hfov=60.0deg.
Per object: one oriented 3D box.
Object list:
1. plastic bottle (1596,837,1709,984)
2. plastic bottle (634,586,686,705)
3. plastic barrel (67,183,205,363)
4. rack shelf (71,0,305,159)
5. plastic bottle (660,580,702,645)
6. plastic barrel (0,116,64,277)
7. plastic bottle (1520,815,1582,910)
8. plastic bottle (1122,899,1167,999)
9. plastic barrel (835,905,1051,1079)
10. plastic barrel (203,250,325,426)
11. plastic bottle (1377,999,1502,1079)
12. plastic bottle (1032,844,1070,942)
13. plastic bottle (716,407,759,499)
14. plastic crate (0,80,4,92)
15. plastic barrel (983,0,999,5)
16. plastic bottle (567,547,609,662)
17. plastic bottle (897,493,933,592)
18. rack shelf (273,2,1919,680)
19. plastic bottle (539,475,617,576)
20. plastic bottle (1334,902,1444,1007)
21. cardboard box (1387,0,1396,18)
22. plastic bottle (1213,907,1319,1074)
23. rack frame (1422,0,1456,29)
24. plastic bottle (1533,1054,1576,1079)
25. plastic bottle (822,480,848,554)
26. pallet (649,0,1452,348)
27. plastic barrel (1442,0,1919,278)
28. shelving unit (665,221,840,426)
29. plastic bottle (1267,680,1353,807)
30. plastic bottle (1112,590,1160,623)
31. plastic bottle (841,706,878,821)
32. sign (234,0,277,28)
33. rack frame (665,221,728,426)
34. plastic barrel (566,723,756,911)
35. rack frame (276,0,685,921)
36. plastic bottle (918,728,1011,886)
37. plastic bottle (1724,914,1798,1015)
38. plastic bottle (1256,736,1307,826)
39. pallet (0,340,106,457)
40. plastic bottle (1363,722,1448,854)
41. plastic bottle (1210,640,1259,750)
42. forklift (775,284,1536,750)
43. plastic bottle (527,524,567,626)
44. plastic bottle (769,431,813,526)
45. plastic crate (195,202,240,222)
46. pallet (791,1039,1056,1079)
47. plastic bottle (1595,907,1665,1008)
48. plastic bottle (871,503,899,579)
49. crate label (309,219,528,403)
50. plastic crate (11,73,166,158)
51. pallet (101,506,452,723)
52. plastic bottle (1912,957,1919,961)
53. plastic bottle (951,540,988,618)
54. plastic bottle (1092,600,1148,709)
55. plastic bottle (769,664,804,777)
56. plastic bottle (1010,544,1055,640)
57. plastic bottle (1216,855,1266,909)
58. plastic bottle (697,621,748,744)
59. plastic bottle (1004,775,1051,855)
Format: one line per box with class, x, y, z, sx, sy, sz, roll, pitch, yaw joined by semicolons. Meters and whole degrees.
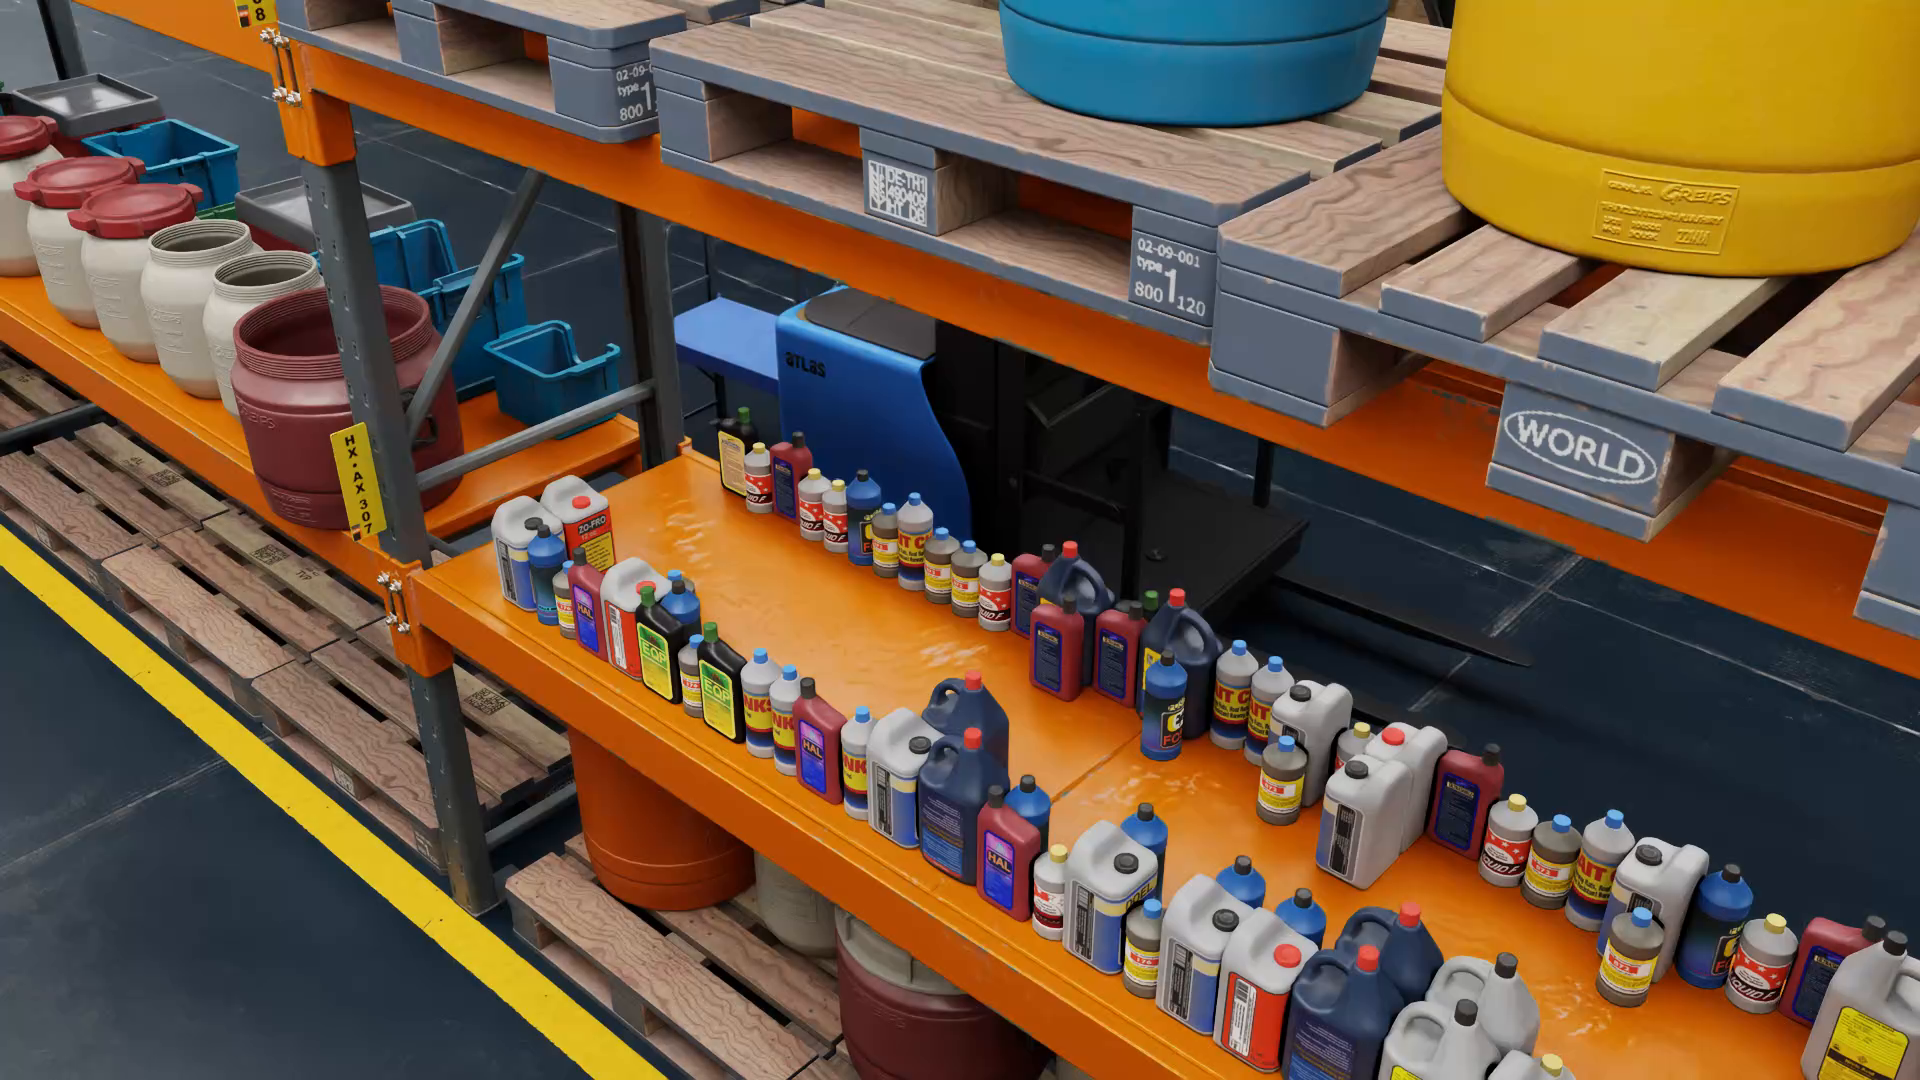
plastic bottle;1.368;0.710;3.283;0.135;0.276;0.152;25;39;35
plastic bottle;-0.723;0.252;4.036;0.133;0.283;0.061;25;39;35
plastic barrel;-2.778;-0.919;5.737;0.433;0.535;0.433;0;31;0
rack shelf;-2.722;-1.964;5.394;4.000;0.370;1.077;25;39;35
plastic bottle;-0.684;0.221;4.100;0.097;0.271;0.097;0;31;0
plastic barrel;-3.643;-1.323;6.407;0.433;0.535;0.433;0;31;0
plastic bottle;1.228;0.657;3.442;0.097;0.201;0.097;0;31;0
plastic bottle;0.369;0.784;3.232;0.097;0.201;0.097;0;31;0
plastic barrel;-0.028;1.112;4.426;0.708;0.588;0.600;25;39;35
plastic barrel;-2.145;-0.618;5.259;0.421;0.512;0.421;0;31;0
plastic bottle;0.826;0.917;2.866;0.185;0.351;0.144;25;39;35
plastic bottle;0.197;0.704;3.365;0.097;0.201;0.097;0;31;0
plastic bottle;-0.653;-0.268;4.901;0.133;0.283;0.061;25;39;35
plastic crate;-5.022;-2.167;8.146;0.662;0.188;0.450;25;39;35
plastic barrel;0.177;-1.263;2.992;0.433;0.535;0.433;0;31;0
plastic bottle;-0.922;0.159;4.190;0.133;0.283;0.061;25;39;35
plastic bottle;-0.120;-0.002;4.469;0.097;0.271;0.097;0;31;0
rack shelf;0.244;-0.580;3.094;4.000;0.370;1.077;25;39;35
plastic bottle;-1.033;-0.027;4.507;0.135;0.276;0.152;25;39;35
plastic bottle;0.785;0.798;3.064;0.185;0.351;0.144;25;39;35
cardboard box;3.417;-4.178;13.278;0.500;0.500;0.700;24;39;34
plastic bottle;0.573;0.828;3.086;0.135;0.276;0.152;25;39;35
rack frame;2.088;-2.188;7.976;0.127;3.000;1.000;25;39;35
plastic bottle;1.017;0.981;2.905;0.097;0.201;0.097;0;31;0
plastic bottle;-0.336;-0.073;4.655;0.097;0.201;0.097;0;31;0
pallet;0.237;-0.740;2.846;1.213;0.211;1.003;25;39;35
plastic barrel;0.914;-0.695;1.998;0.600;0.588;0.600;0;31;0
shelving unit;-0.916;-0.990;7.441;1.048;1.500;0.538;22;37;32
plastic bottle;0.781;0.436;3.738;0.135;0.276;0.152;25;39;35
plastic bottle;0.431;0.237;4.061;0.133;0.283;0.061;25;39;35
plastic bottle;-0.211;0.483;3.663;0.097;0.271;0.097;0;31;0
sign;-1.603;-1.323;3.732;0.005;0.325;0.100;25;39;35
rack frame;-1.318;-1.151;7.708;0.032;1.500;0.500;22;37;32
plastic barrel;-0.865;0.617;5.013;0.708;0.830;0.600;25;39;35
rack frame;-1.239;-0.295;4.832;0.127;3.000;1.000;25;39;35
plastic bottle;0.009;0.536;3.499;0.185;0.351;0.144;25;39;35
plastic bottle;1.544;0.805;3.197;0.097;0.201;0.097;0;31;0
plastic bottle;0.711;0.522;3.668;0.097;0.201;0.097;0;31;0
pallet;-4.675;-0.733;8.264;1.213;0.211;1.003;25;39;35
plastic bottle;0.953;0.516;3.605;0.135;0.276;0.152;25;39;35
plastic bottle;0.641;0.353;3.880;0.097;0.271;0.097;0;31;0
forklift;0.713;-0.970;6.020;3.031;2.935;1.130;22;37;32
plastic bottle;-1.067;0.084;4.327;0.097;0.271;0.097;0;31;0
plastic bottle;-0.482;-0.189;4.768;0.133;0.283;0.061;25;39;35
plastic crate;-2.724;-1.094;6.365;0.662;0.188;0.450;25;39;35
pallet;0.274;1.579;4.423;1.213;0.211;1.003;25;39;35
plastic bottle;1.298;0.796;3.212;0.097;0.201;0.097;0;31;0
plastic bottle;-0.192;-0.005;4.543;0.097;0.201;0.097;0;31;0
crate label;-1.794;-0.758;5.566;0.616;0.435;0.502;25;39;35
plastic crate;-3.640;-1.657;7.031;0.583;0.464;0.402;25;39;35
pallet;-2.688;0.194;6.723;1.213;0.211;1.003;25;39;35
plastic bottle;1.741;0.849;3.045;0.133;0.283;0.061;25;39;35
plastic bottle;0.025;0.096;4.376;0.097;0.201;0.097;0;31;0
plastic bottle;0.390;0.260;4.022;0.133;0.283;0.061;25;39;35
plastic bottle;-0.382;0.404;3.796;0.097;0.271;0.097;0;31;0
plastic bottle;0.195;0.127;4.244;0.133;0.283;0.061;25;39;35
plastic bottle;0.543;0.730;3.254;0.097;0.271;0.097;0;31;0
plastic bottle;-0.552;0.332;3.904;0.133;0.283;0.061;25;39;35
plastic bottle;0.139;0.604;3.462;0.097;0.271;0.097;0;31;0
